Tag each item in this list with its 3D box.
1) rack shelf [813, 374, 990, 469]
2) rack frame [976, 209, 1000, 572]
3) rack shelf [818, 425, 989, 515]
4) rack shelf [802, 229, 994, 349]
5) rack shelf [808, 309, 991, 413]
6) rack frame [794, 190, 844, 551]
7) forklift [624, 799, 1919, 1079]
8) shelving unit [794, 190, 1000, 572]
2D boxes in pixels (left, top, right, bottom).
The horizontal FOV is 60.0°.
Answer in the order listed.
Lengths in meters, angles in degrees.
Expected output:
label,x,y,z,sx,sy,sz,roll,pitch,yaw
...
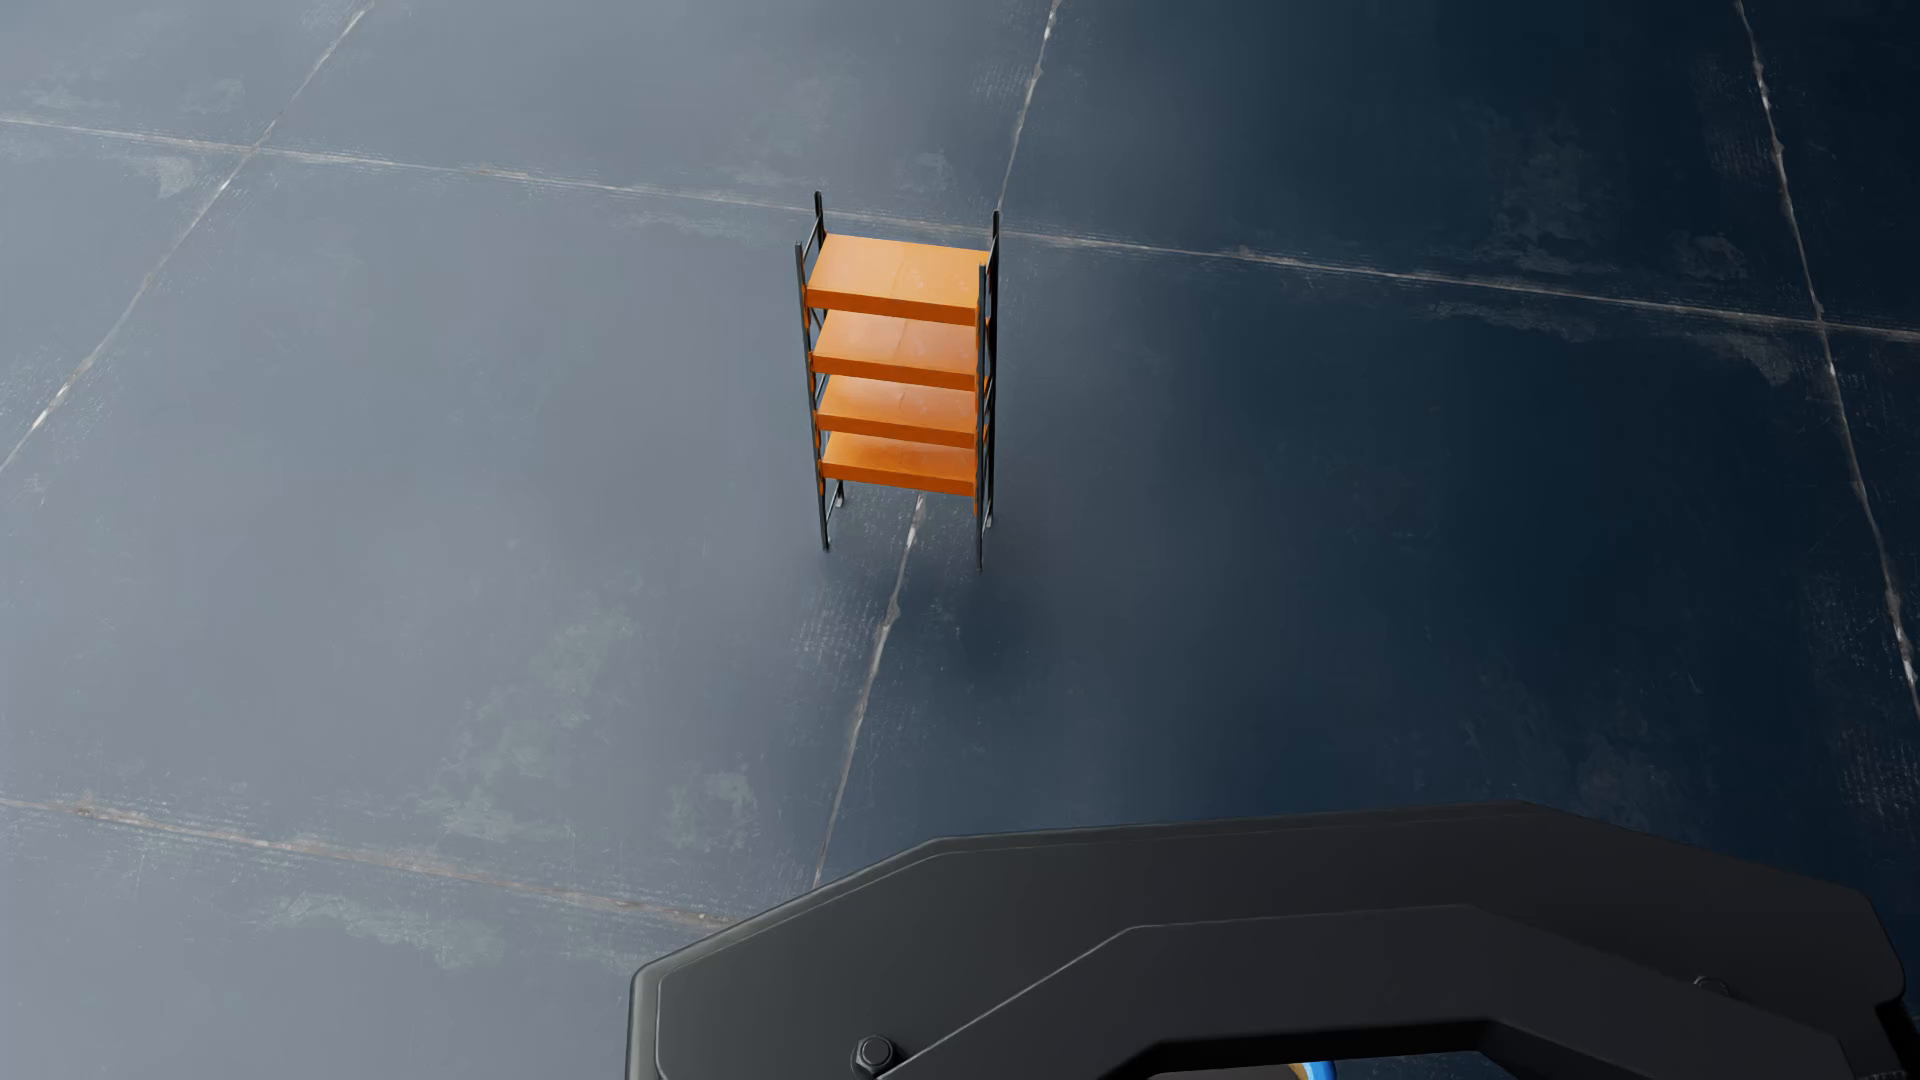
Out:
label,x,y,z,sx,sy,sz,roll,pitch,yaw
rack shelf,-0.163,-0.378,4.873,0.480,0.148,0.258,8,49,7
rack frame,0.077,-0.391,4.794,0.015,1.200,0.240,8,49,7
rack shelf,-0.163,-0.245,5.021,0.480,0.148,0.258,8,49,7
rack shelf,-0.163,-0.686,4.531,0.480,0.148,0.258,8,49,7
rack shelf,-0.163,-0.527,4.707,0.480,0.148,0.258,8,49,7
rack frame,-0.403,-0.455,4.852,0.015,1.200,0.240,8,49,7
forklift,0.273,1.713,1.740,1.130,2.935,3.031,-3,48,-3
shelving unit,-0.163,-0.423,4.823,0.503,1.200,0.258,8,49,7
